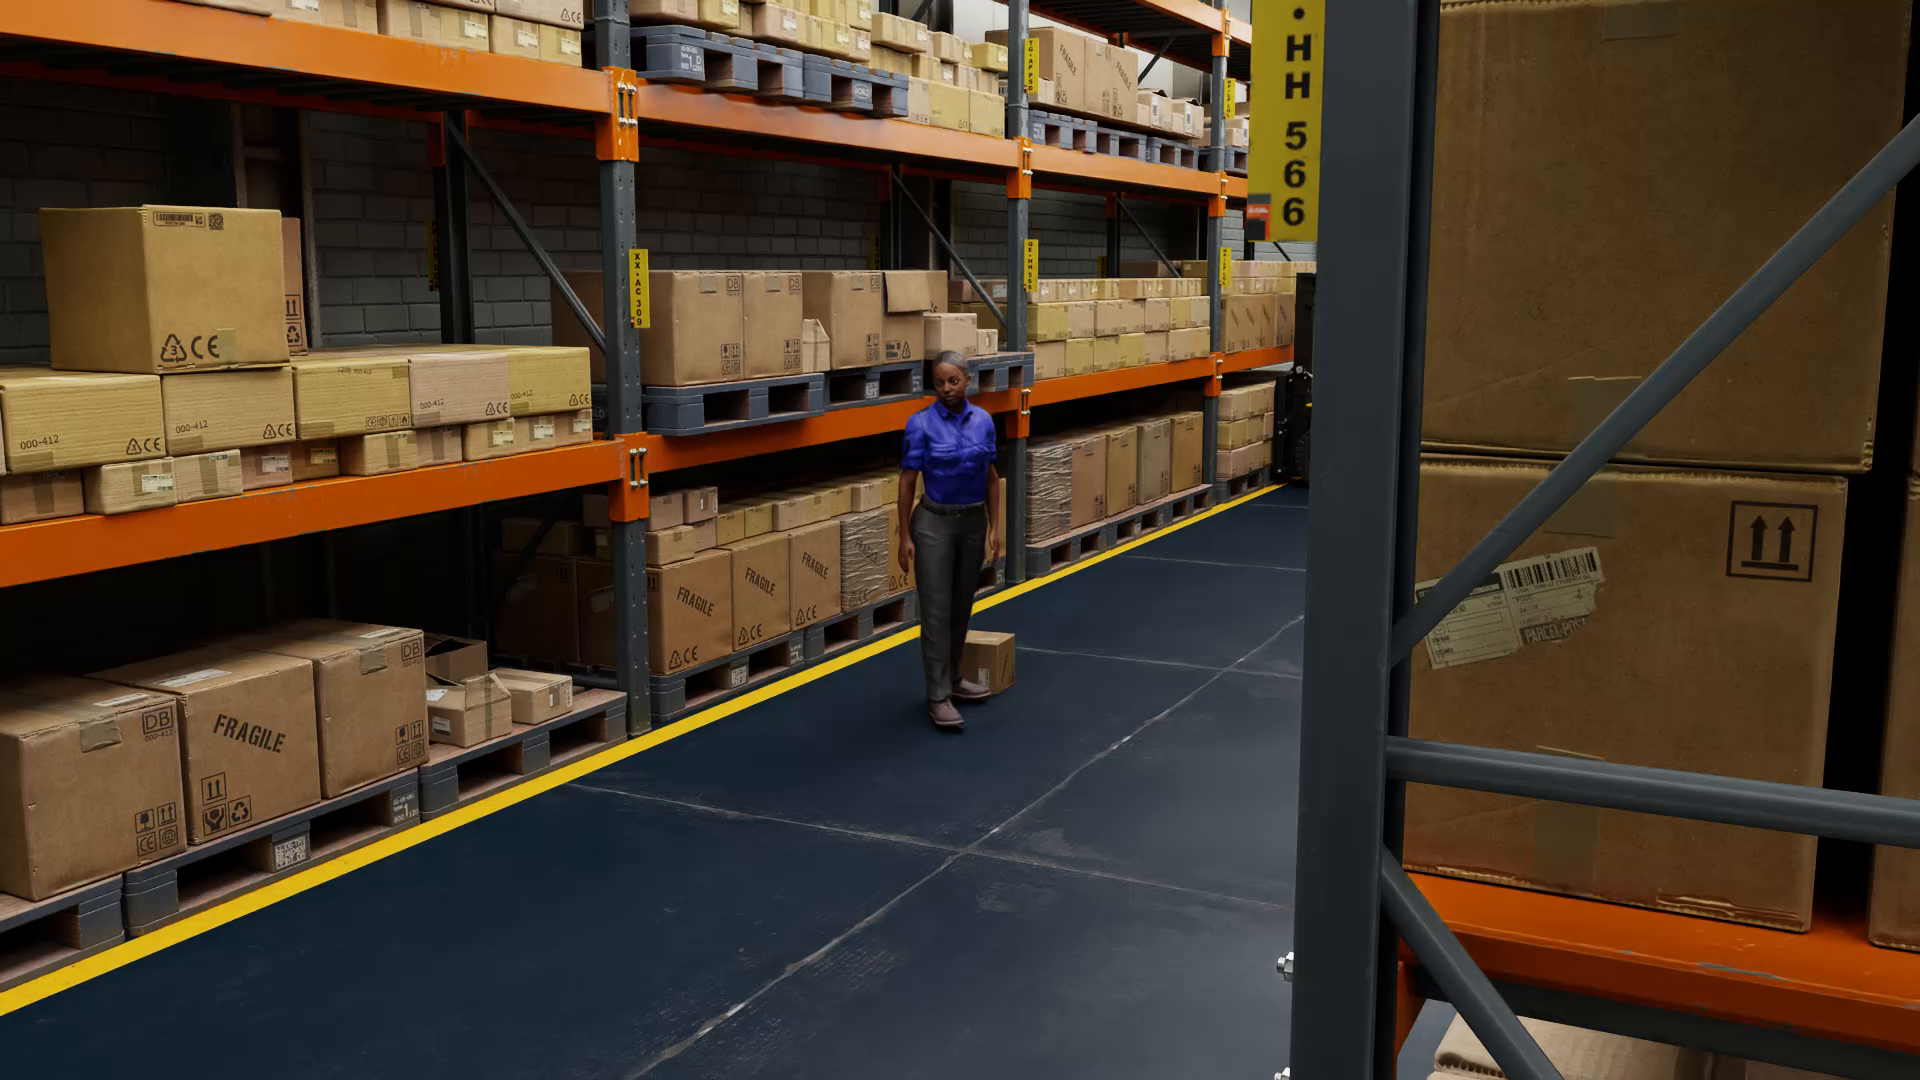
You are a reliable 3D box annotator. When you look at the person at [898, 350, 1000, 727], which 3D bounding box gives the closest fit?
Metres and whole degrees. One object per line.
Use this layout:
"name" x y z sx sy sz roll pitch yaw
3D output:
"person" -0.030 -0.030 7.489 0.521 1.645 0.596 -6 11 -31
